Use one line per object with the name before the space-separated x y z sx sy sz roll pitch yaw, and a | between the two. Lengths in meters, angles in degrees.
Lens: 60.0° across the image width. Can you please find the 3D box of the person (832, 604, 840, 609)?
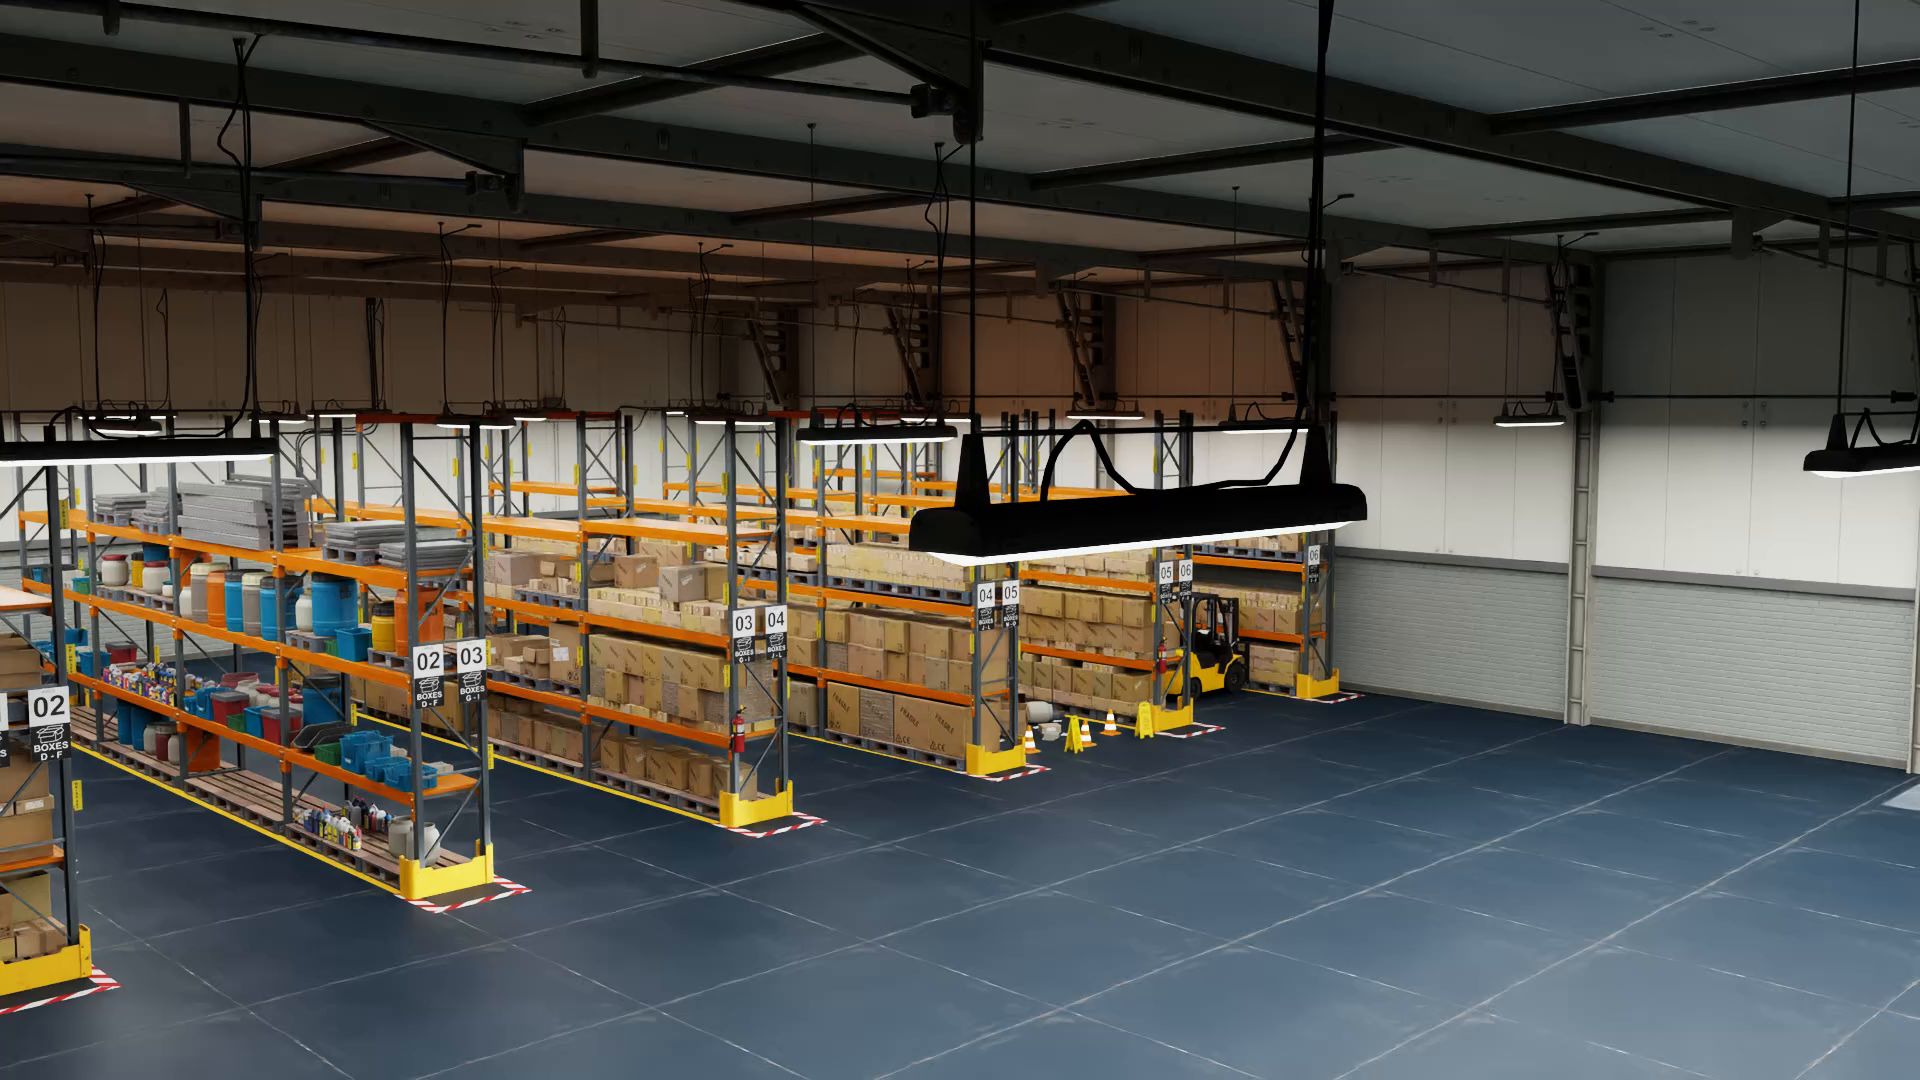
person | -2.656 2.288 36.243 0.518 1.784 0.620 5 7 43

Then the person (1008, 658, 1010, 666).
person | 1.121 2.248 37.228 0.725 1.728 0.620 3 6 29
